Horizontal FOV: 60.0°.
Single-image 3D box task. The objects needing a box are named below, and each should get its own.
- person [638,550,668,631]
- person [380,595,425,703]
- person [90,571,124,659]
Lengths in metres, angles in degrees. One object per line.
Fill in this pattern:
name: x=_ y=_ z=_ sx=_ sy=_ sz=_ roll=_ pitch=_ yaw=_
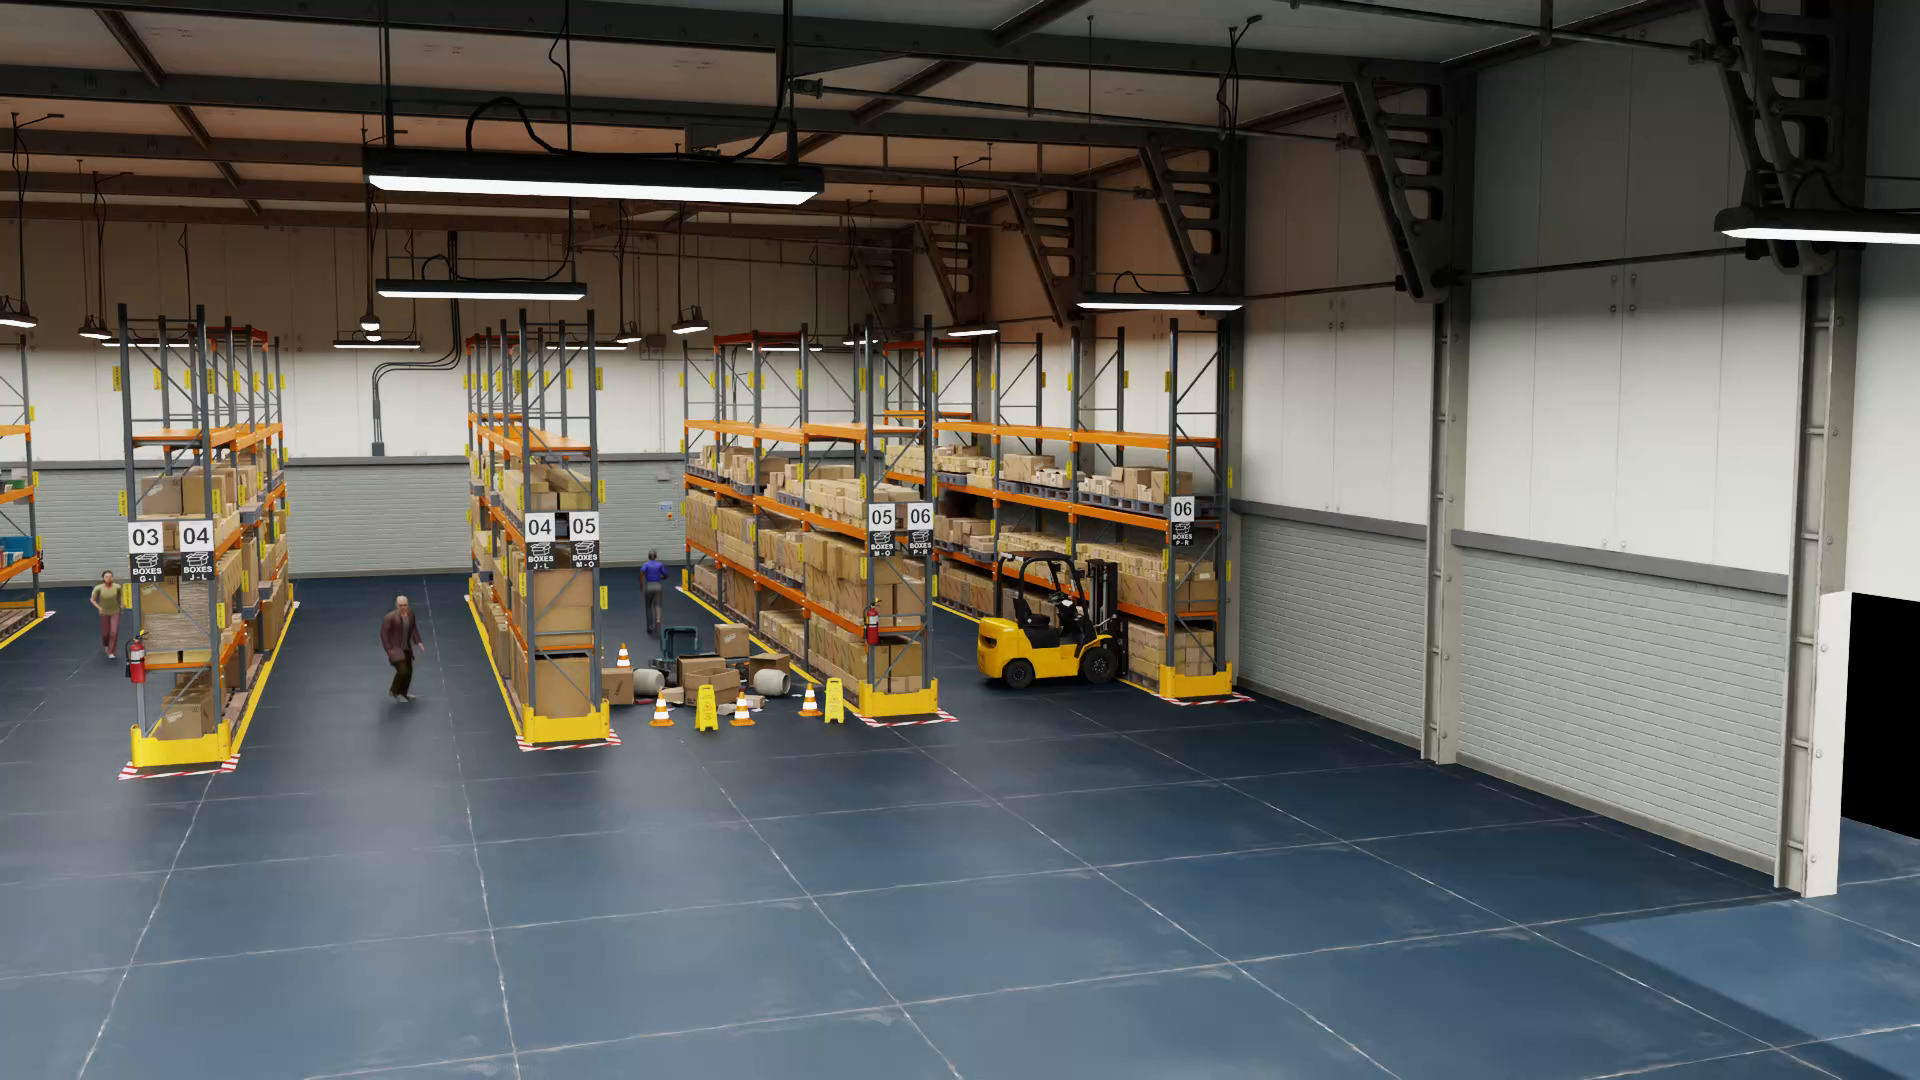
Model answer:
person: x=-6.134 y=1.016 z=33.222 sx=0.608 sy=1.641 sz=1.008 roll=-2 pitch=6 yaw=-19
person: x=-8.765 y=1.695 z=25.972 sx=0.599 sy=1.714 sz=0.697 roll=3 pitch=6 yaw=25
person: x=-15.497 y=1.341 z=30.273 sx=0.579 sy=1.613 sz=0.644 roll=-3 pitch=6 yaw=-30
